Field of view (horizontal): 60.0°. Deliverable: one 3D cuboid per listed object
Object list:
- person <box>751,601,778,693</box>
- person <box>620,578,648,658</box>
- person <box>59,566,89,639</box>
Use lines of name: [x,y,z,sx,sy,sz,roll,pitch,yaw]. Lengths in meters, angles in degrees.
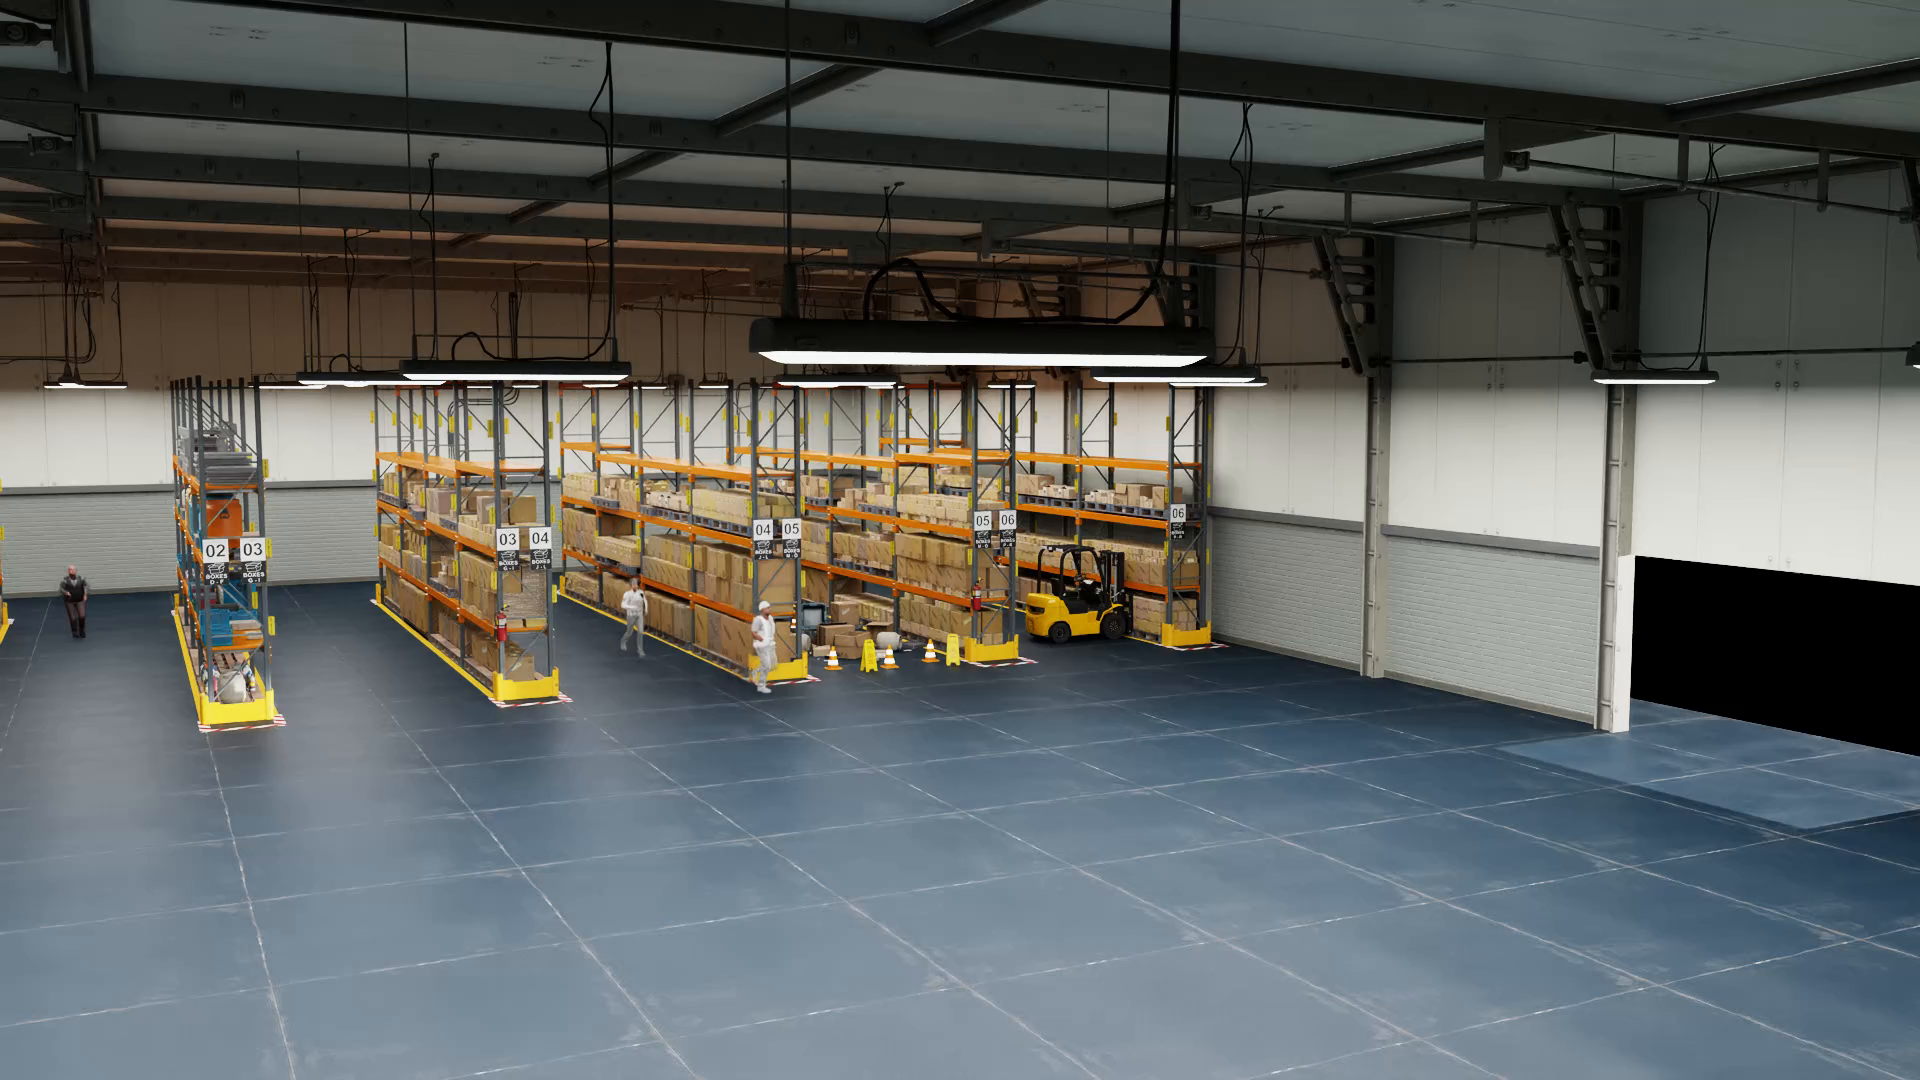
person: [-3.751,2.035,31.844,0.640,1.742,0.729,2,6,24]
person: [-7.088,1.662,36.187,0.622,1.717,0.937,-3,6,-30]
person: [-20.483,1.453,38.500,0.633,1.715,0.689,-3,6,-31]
